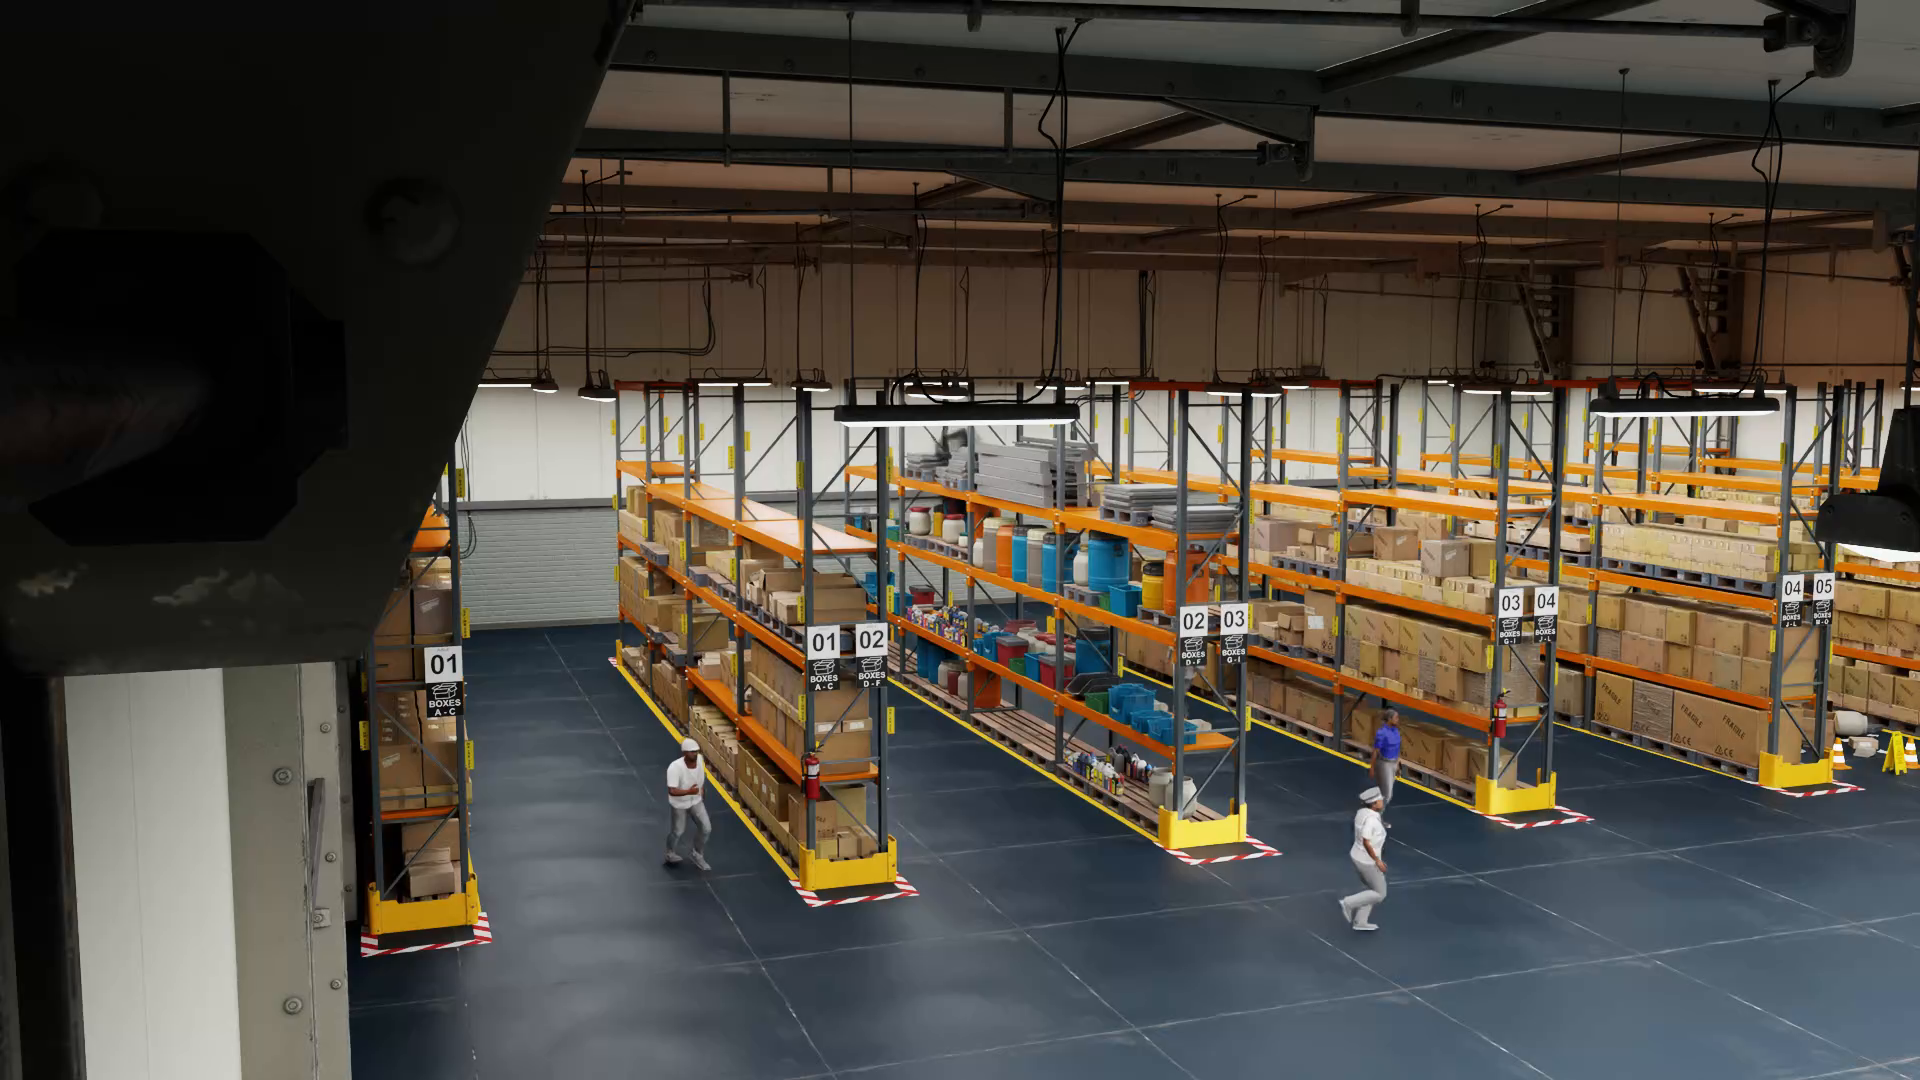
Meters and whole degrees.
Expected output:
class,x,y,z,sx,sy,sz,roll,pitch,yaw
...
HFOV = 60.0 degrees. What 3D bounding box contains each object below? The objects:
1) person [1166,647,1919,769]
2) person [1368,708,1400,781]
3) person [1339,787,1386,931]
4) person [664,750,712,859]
class,x,y,z,sx,sy,sz,roll,pitch,yaw
person,5.016,1.336,18.955,20.892,6.011,22.388,0,6,-2
person,5.794,2.837,22.628,0.272,0.890,0.419,5,8,40
person,4.470,3.562,18.560,0.506,1.633,0.529,0,6,-3
person,-3.414,3.249,20.743,0.647,1.558,0.945,-5,8,-38
